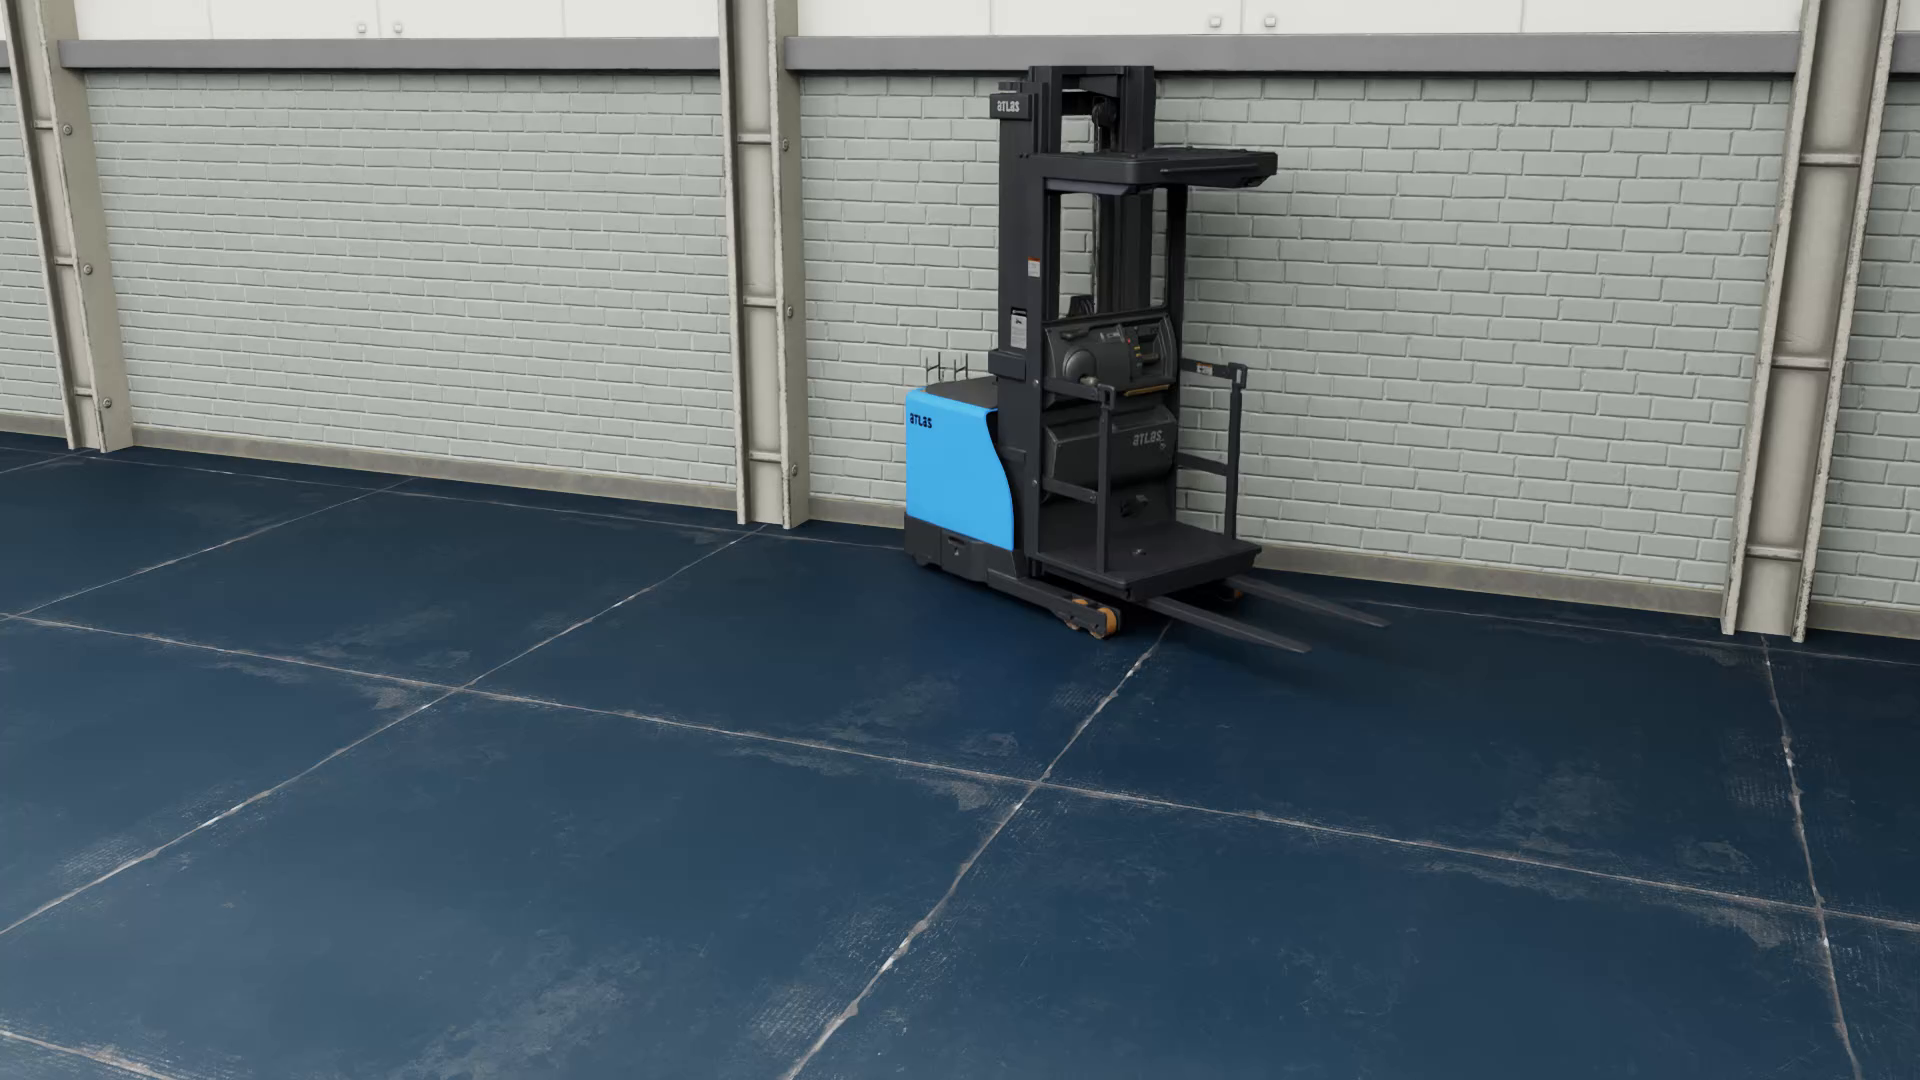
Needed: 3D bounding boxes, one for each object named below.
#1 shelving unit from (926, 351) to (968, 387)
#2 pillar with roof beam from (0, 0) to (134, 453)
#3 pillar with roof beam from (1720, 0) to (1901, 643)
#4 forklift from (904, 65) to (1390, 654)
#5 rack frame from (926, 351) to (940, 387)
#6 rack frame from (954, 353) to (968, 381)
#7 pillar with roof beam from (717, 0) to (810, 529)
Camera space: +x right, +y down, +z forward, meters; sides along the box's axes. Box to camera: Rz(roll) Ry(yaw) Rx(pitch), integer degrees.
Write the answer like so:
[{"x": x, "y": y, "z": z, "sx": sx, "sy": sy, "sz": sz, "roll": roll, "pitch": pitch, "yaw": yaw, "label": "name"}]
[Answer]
[{"x": -0.079, "y": -0.570, "z": 10.485, "sx": 0.189, "sy": 1.200, "sz": 0.258, "roll": 6, "pitch": 17, "yaw": 19, "label": "shelving unit"}, {"x": -8.402, "y": -3.949, "z": 8.136, "sx": 0.400, "sy": 9.000, "sz": 9.100, "roll": 6, "pitch": 17, "yaw": 21, "label": "pillar with roof beam"}, {"x": 2.761, "y": -2.721, "z": 3.907, "sx": 0.400, "sy": 9.000, "sz": 9.100, "roll": 6, "pitch": 17, "yaw": 21, "label": "pillar with roof beam"}, {"x": 0.972, "y": -1.038, "z": 8.994, "sx": 1.130, "sy": 2.935, "sz": 3.031, "roll": -13, "pitch": 20, "yaw": -37, "label": "forklift"}, {"x": -0.166, "y": -0.579, "z": 10.514, "sx": 0.006, "sy": 1.200, "sz": 0.240, "roll": 6, "pitch": 17, "yaw": 19, "label": "rack frame"}, {"x": 0.007, "y": -0.562, "z": 10.456, "sx": 0.006, "sy": 1.200, "sz": 0.240, "roll": 6, "pitch": 17, "yaw": 19, "label": "rack frame"}, {"x": -2.821, "y": -3.335, "z": 6.022, "sx": 0.400, "sy": 9.000, "sz": 9.100, "roll": 6, "pitch": 17, "yaw": 21, "label": "pillar with roof beam"}]
